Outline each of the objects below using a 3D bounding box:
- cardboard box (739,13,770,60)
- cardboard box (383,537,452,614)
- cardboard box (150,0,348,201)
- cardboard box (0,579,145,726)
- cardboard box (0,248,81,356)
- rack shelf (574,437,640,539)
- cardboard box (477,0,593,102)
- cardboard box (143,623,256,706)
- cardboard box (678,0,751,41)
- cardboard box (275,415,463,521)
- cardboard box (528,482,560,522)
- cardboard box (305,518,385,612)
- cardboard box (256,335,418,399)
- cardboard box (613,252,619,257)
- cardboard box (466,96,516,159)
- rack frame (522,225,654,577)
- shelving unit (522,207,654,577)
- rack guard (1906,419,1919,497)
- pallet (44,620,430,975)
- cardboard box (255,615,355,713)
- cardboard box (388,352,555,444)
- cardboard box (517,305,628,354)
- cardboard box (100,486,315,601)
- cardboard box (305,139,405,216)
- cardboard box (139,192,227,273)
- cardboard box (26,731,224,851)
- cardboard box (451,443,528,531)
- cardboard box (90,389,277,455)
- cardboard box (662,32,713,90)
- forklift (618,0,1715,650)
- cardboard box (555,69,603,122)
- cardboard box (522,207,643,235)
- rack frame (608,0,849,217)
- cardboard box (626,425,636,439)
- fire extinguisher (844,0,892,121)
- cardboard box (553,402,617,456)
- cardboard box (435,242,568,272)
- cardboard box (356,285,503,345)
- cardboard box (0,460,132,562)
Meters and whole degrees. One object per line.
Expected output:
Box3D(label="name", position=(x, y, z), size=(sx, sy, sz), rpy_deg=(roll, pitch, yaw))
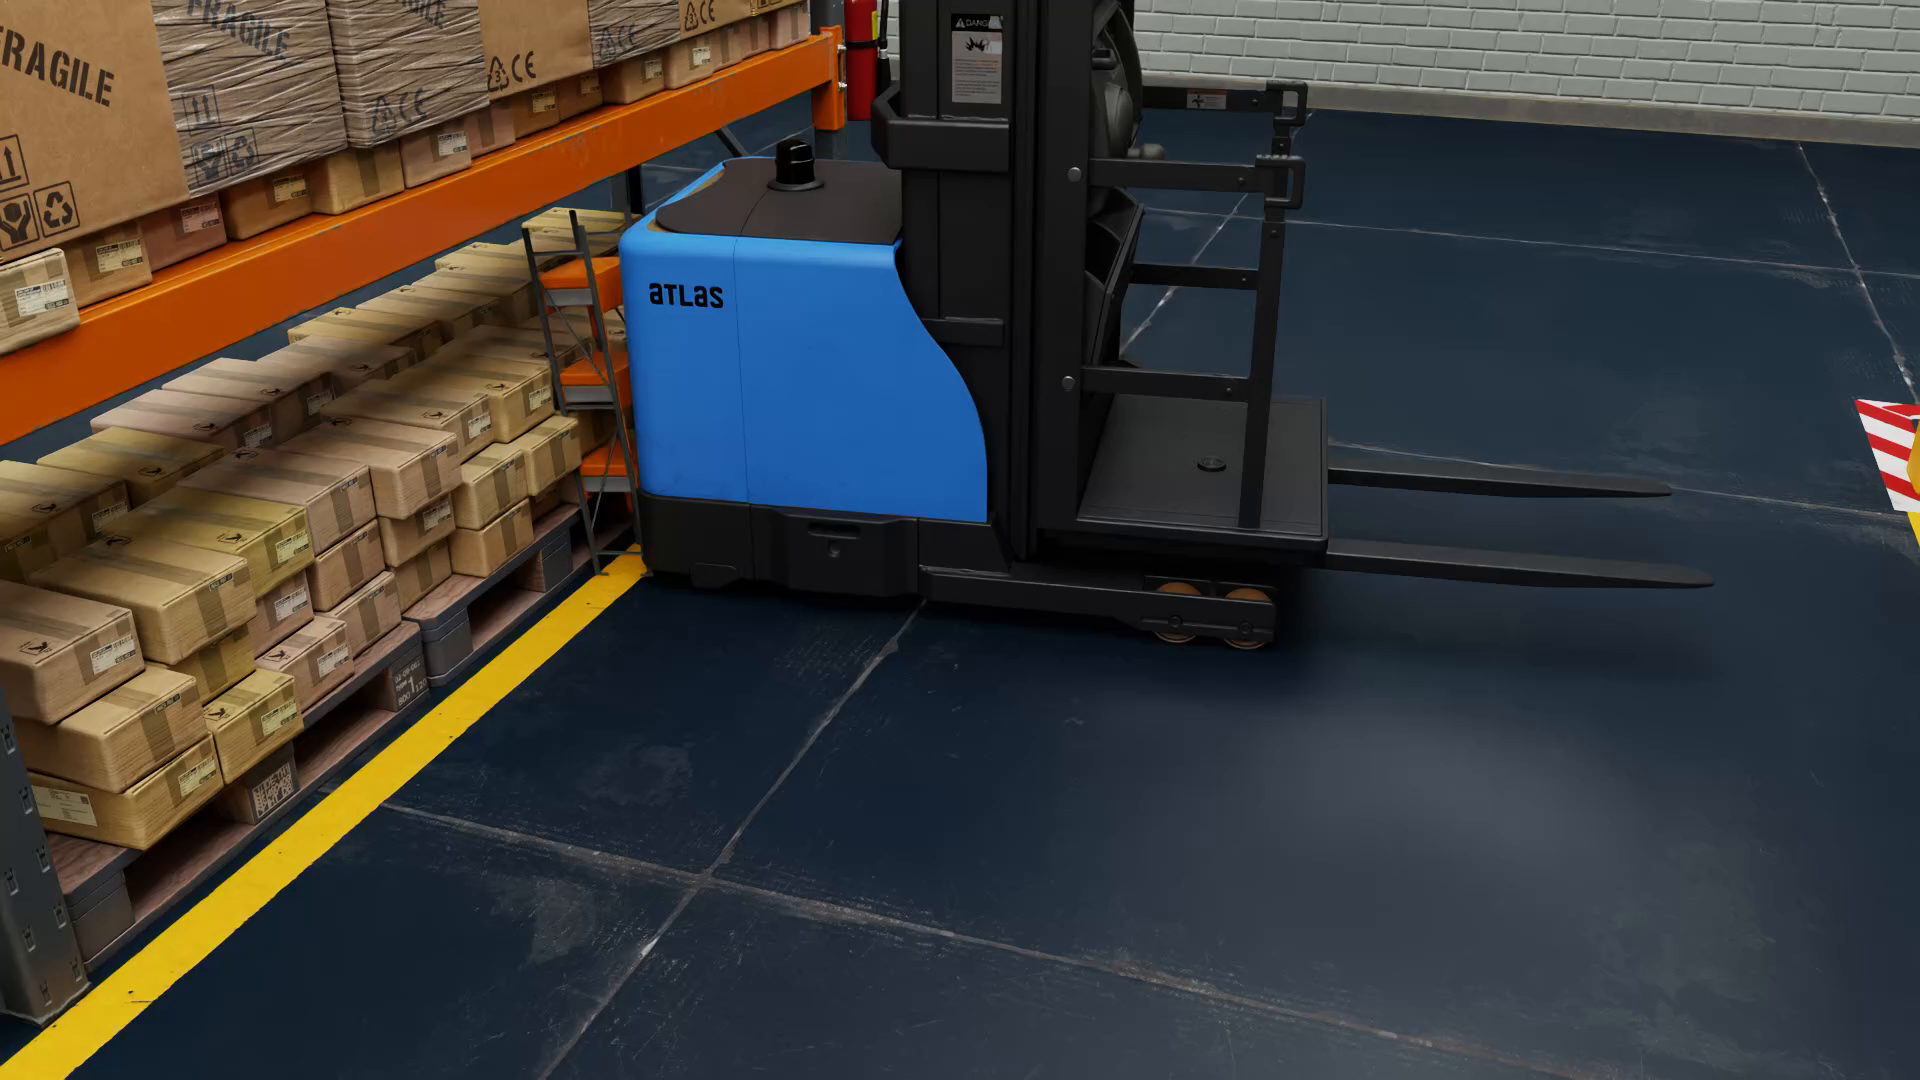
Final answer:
Box3D(label="cardboard box", position=(-0.879, -1.746, 5.703), size=(0.380, 0.149, 0.250), rpy_deg=(9, 27, 17))
Box3D(label="cardboard box", position=(-1.610, 0.058, 4.479), size=(0.380, 0.149, 0.250), rpy_deg=(8, 27, 15))
Box3D(label="cardboard box", position=(-1.690, -1.038, 3.495), size=(0.500, 0.500, 0.500), rpy_deg=(9, 27, 17))
Box3D(label="cardboard box", position=(-1.940, 0.227, 3.445), size=(0.380, 0.149, 0.250), rpy_deg=(10, 28, 20))
Box3D(label="cardboard box", position=(-1.847, -0.443, 3.012), size=(0.380, 0.149, 0.250), rpy_deg=(10, 28, 19))
Box3D(label="rack shelf", position=(-0.989, -0.159, 4.994), size=(0.215, 0.259, 0.240), rpy_deg=(1, 23, 21))
Box3D(label="cardboard box", position=(-1.338, -1.464, 4.375), size=(0.500, 0.500, 0.500), rpy_deg=(10, 28, 20))
Box3D(label="cardboard box", position=(-1.828, 0.253, 3.733), size=(0.380, 0.149, 0.250), rpy_deg=(9, 27, 18))
Box3D(label="cardboard box", position=(-1.002, -1.877, 5.229), size=(0.500, 0.500, 0.500), rpy_deg=(8, 27, 17))
Box3D(label="cardboard box", position=(-1.528, -0.191, 4.310), size=(0.380, 0.149, 0.250), rpy_deg=(9, 27, 19))
Box3D(label="cardboard box", position=(-1.417, -0.154, 4.916), size=(0.380, 0.149, 0.250), rpy_deg=(10, 27, 19))
Box3D(label="cardboard box", position=(-1.689, 0.037, 4.179), size=(0.380, 0.149, 0.250), rpy_deg=(7, 27, 15))
Box3D(label="cardboard box", position=(-1.827, -0.478, 4.902), size=(0.380, 0.149, 0.250), rpy_deg=(9, 27, 18))
Box3D(label="cardboard box", position=(-0.994, -0.956, 5.888), size=(0.380, 0.149, 0.250), rpy_deg=(9, 27, 18))
Box3D(label="cardboard box", position=(-1.410, -1.108, 4.385), size=(0.380, 0.149, 0.250), rpy_deg=(10, 28, 19))
Box3D(label="rack frame", position=(-1.065, -0.380, 4.785), size=(0.200, 1.050, 0.008), rpy_deg=(1, 23, 21))
Box3D(label="shelving unit", position=(-1.023, -0.426, 4.890), size=(0.215, 1.050, 0.252), rpy_deg=(1, 23, 21))
Box3D(label="rack guard", position=(3.790, -0.340, 5.378), size=(1.175, 0.500, 0.348), rpy_deg=(9, 27, 17))
Box3D(label="pallet", position=(-2.060, 0.487, 4.003), size=(1.003, 0.211, 1.213), rpy_deg=(9, 27, 17))
Box3D(label="cardboard box", position=(-1.704, 0.285, 4.010), size=(0.380, 0.149, 0.250), rpy_deg=(9, 27, 17))
Box3D(label="cardboard box", position=(-1.396, -0.411, 4.764), size=(0.380, 0.149, 0.250), rpy_deg=(9, 27, 18))
Box3D(label="cardboard box", position=(-1.143, -0.615, 5.185), size=(0.380, 0.149, 0.250), rpy_deg=(10, 28, 19))
Box3D(label="cardboard box", position=(-1.755, 0.012, 3.890), size=(0.380, 0.149, 0.250), rpy_deg=(8, 27, 17))
Box3D(label="cardboard box", position=(-1.551, -0.882, 3.919), size=(0.380, 0.149, 0.250), rpy_deg=(9, 27, 18))
Box3D(label="cardboard box", position=(-1.792, -0.677, 3.495), size=(0.380, 0.149, 0.250), rpy_deg=(8, 27, 15))
Box3D(label="cardboard box", position=(-1.826, 0.504, 3.557), size=(0.380, 0.149, 0.250), rpy_deg=(8, 27, 15))
Box3D(label="cardboard box", position=(-1.431, -0.167, 4.600), size=(0.380, 0.149, 0.250), rpy_deg=(9, 27, 17))
Box3D(label="cardboard box", position=(-2.091, -0.279, 4.491), size=(0.380, 0.149, 0.250), rpy_deg=(7, 27, 15))
Box3D(label="cardboard box", position=(-1.011, -1.533, 5.262), size=(0.380, 0.149, 0.250), rpy_deg=(9, 27, 19))
Box3D(label="forklift", position=(0.616, -1.267, 4.504), size=(3.031, 2.935, 1.130), rpy_deg=(5, 26, 10))
Box3D(label="cardboard box", position=(-1.273, -1.327, 4.836), size=(0.380, 0.149, 0.250), rpy_deg=(8, 27, 15))
Box3D(label="cardboard box", position=(-1.414, -1.139, 6.267), size=(0.380, 0.149, 0.250), rpy_deg=(8, 27, 15))
Box3D(label="rack frame", position=(-0.919, -2.131, 6.210), size=(1.000, 3.000, 0.127), rpy_deg=(9, 27, 17))
Box3D(label="cardboard box", position=(-1.152, -0.357, 5.334), size=(0.380, 0.149, 0.250), rpy_deg=(8, 27, 15))
Box3D(label="fire extinguisher", position=(-0.400, -1.965, 6.383), size=(0.296, 0.674, 0.183), rpy_deg=(9, 27, 17))
Box3D(label="cardboard box", position=(-1.260, -0.381, 5.044), size=(0.380, 0.149, 0.250), rpy_deg=(10, 28, 20))
Box3D(label="cardboard box", position=(-1.597, -0.923, 5.821), size=(0.380, 0.149, 0.250), rpy_deg=(9, 27, 17))
Box3D(label="cardboard box", position=(-1.702, -0.697, 5.353), size=(0.380, 0.149, 0.250), rpy_deg=(10, 28, 19))
Box3D(label="cardboard box", position=(-2.254, -0.059, 4.037), size=(0.380, 0.149, 0.250), rpy_deg=(8, 27, 17))
